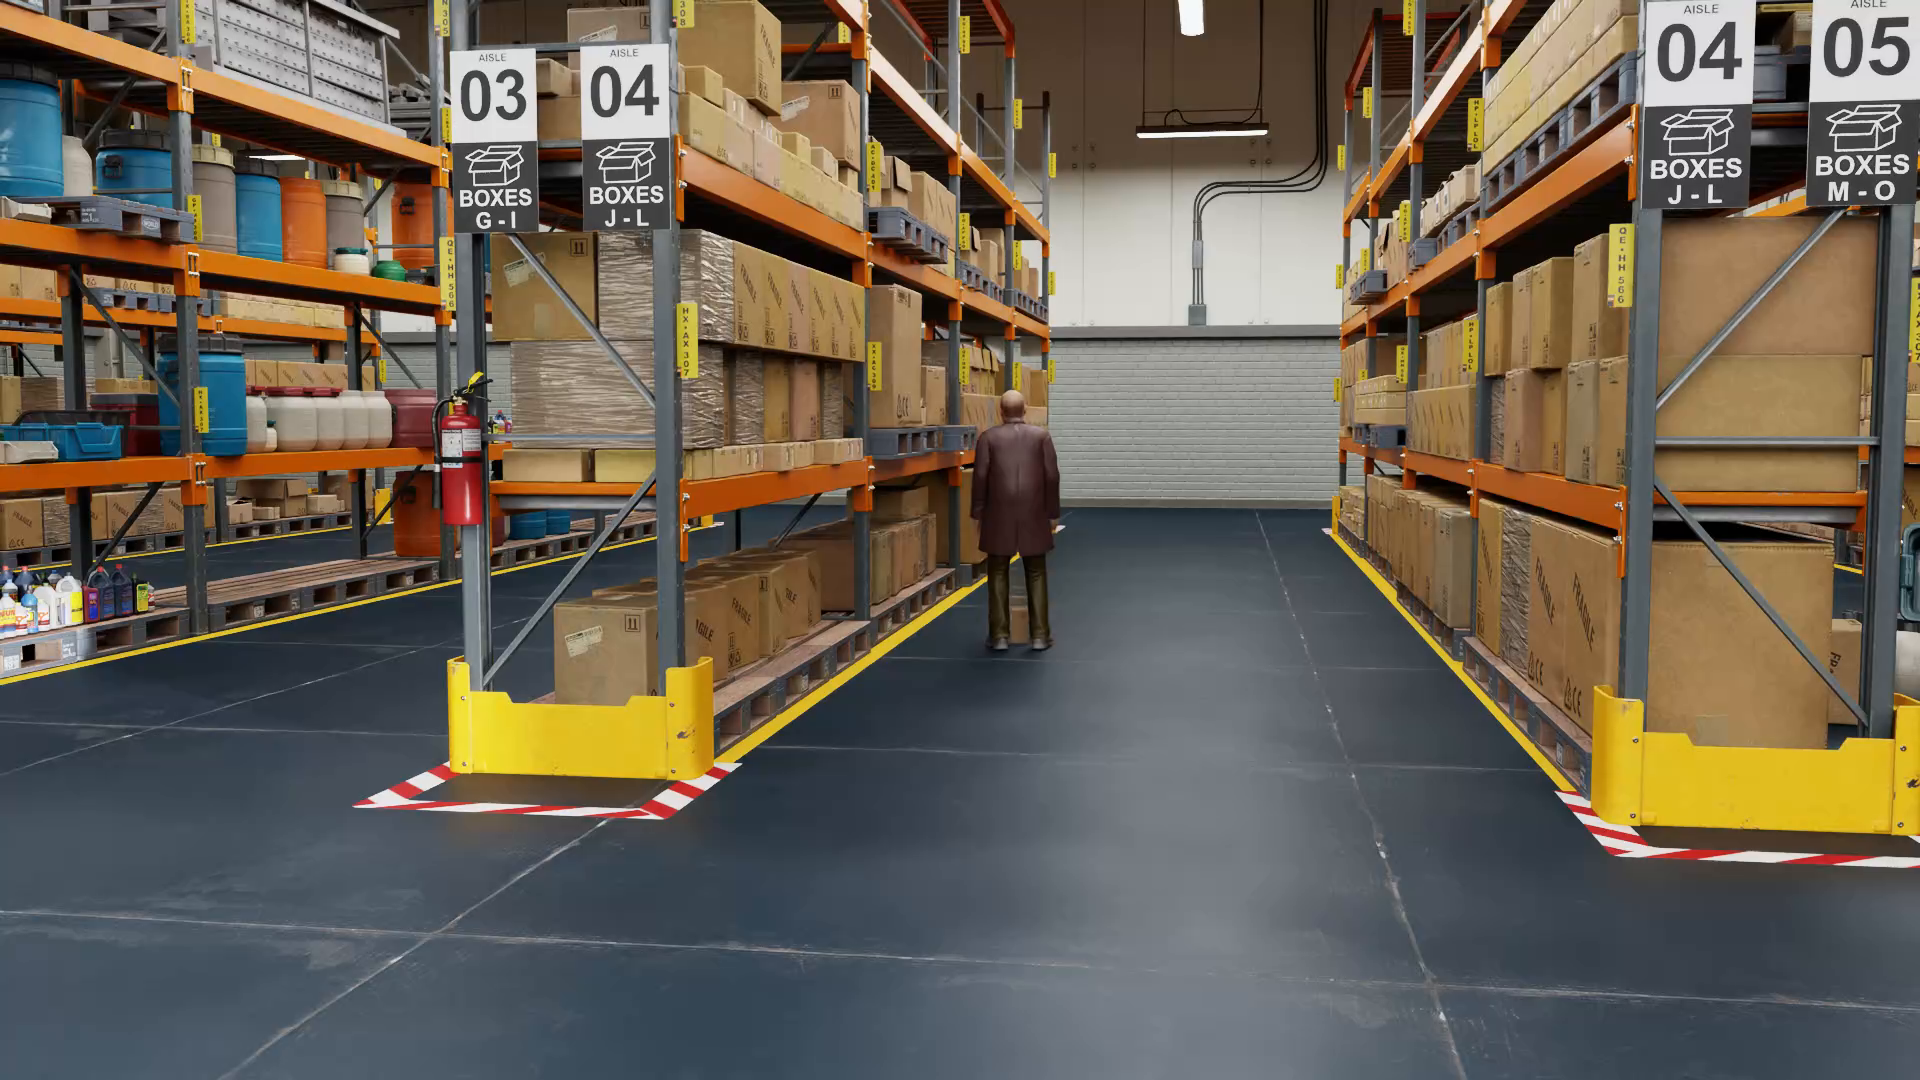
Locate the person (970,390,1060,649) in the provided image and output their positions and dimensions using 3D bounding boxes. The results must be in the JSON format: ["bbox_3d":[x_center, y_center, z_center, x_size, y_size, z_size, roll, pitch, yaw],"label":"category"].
[{"bbox_3d":[0.380,-0.140,11.423,0.625,1.773,0.430,0,4,-2],"label":"person"}]
